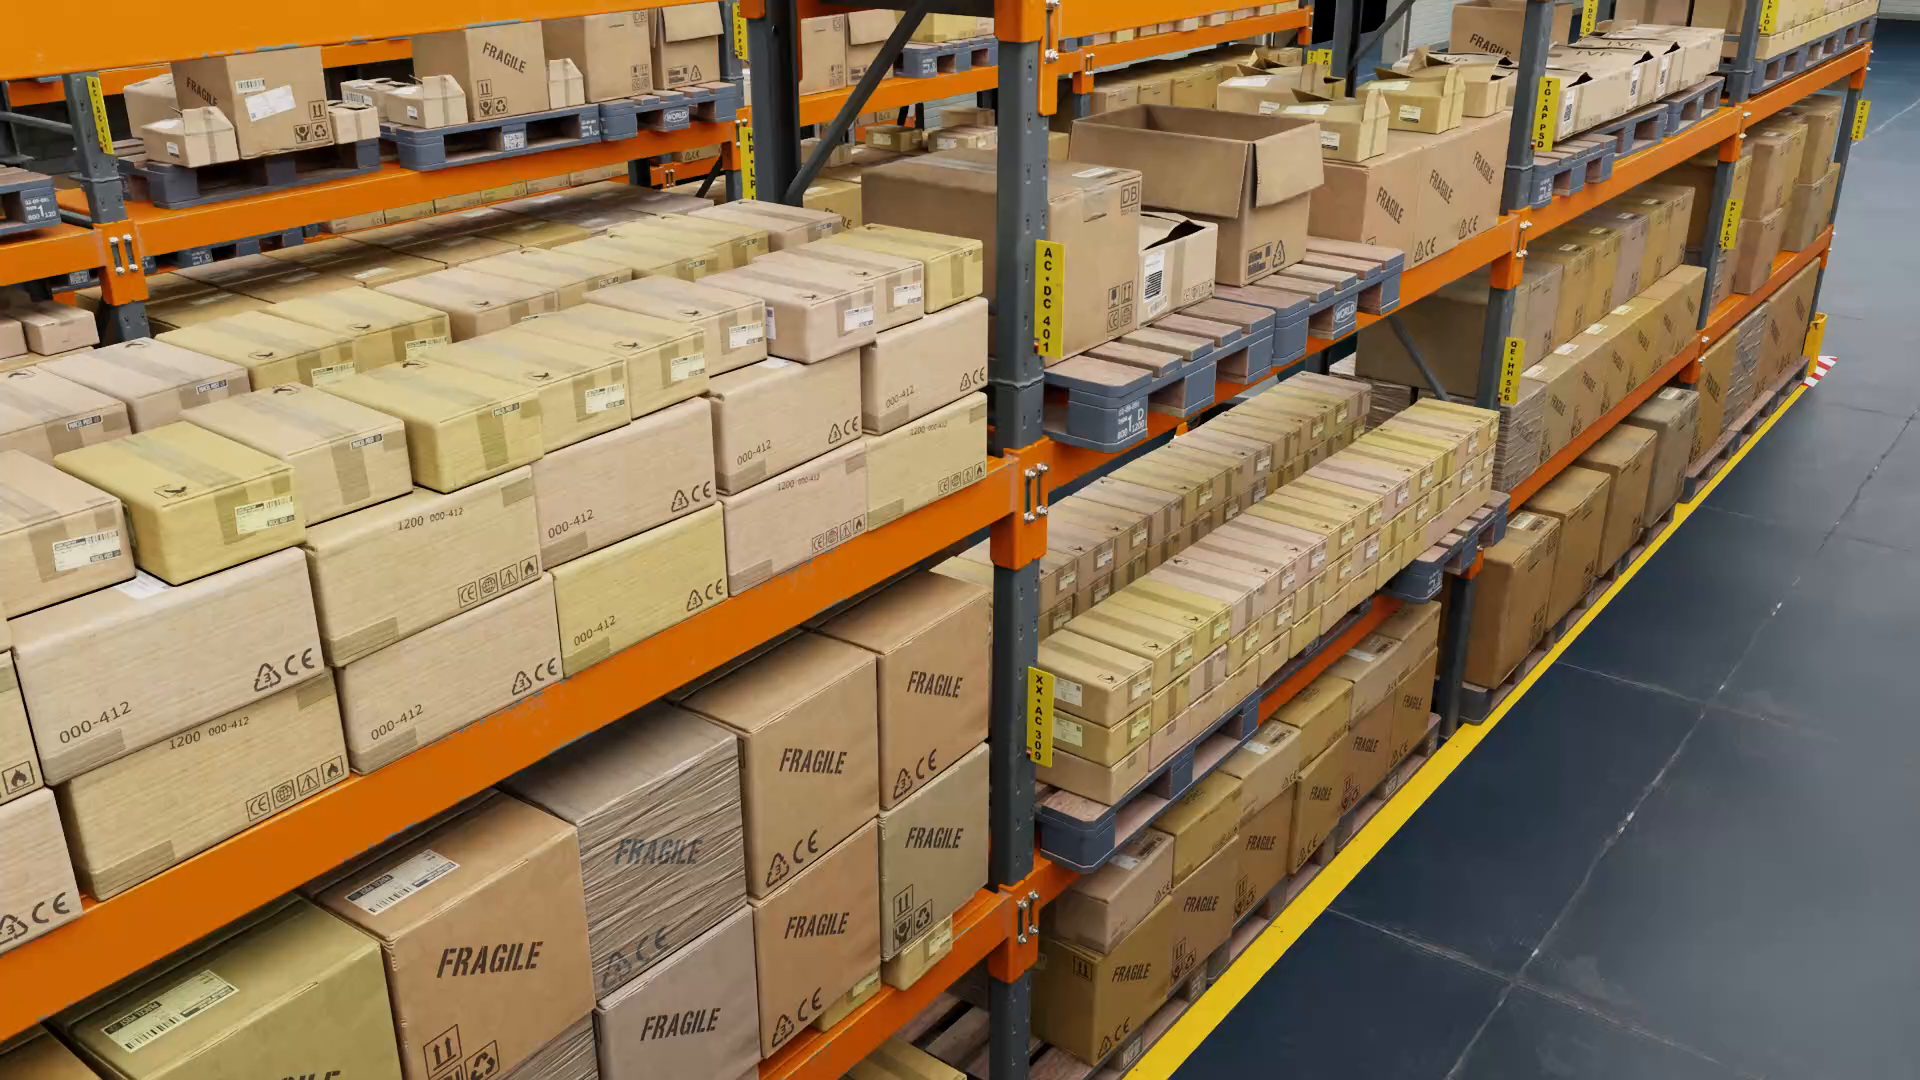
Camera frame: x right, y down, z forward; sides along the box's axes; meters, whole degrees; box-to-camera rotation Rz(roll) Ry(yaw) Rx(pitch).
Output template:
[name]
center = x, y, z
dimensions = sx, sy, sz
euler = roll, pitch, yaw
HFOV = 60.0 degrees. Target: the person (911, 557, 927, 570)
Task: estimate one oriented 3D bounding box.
[person]
center = -0.395, -0.476, 10.154
dimensions = 0.570, 1.772, 0.509
euler = 11, 26, 24
